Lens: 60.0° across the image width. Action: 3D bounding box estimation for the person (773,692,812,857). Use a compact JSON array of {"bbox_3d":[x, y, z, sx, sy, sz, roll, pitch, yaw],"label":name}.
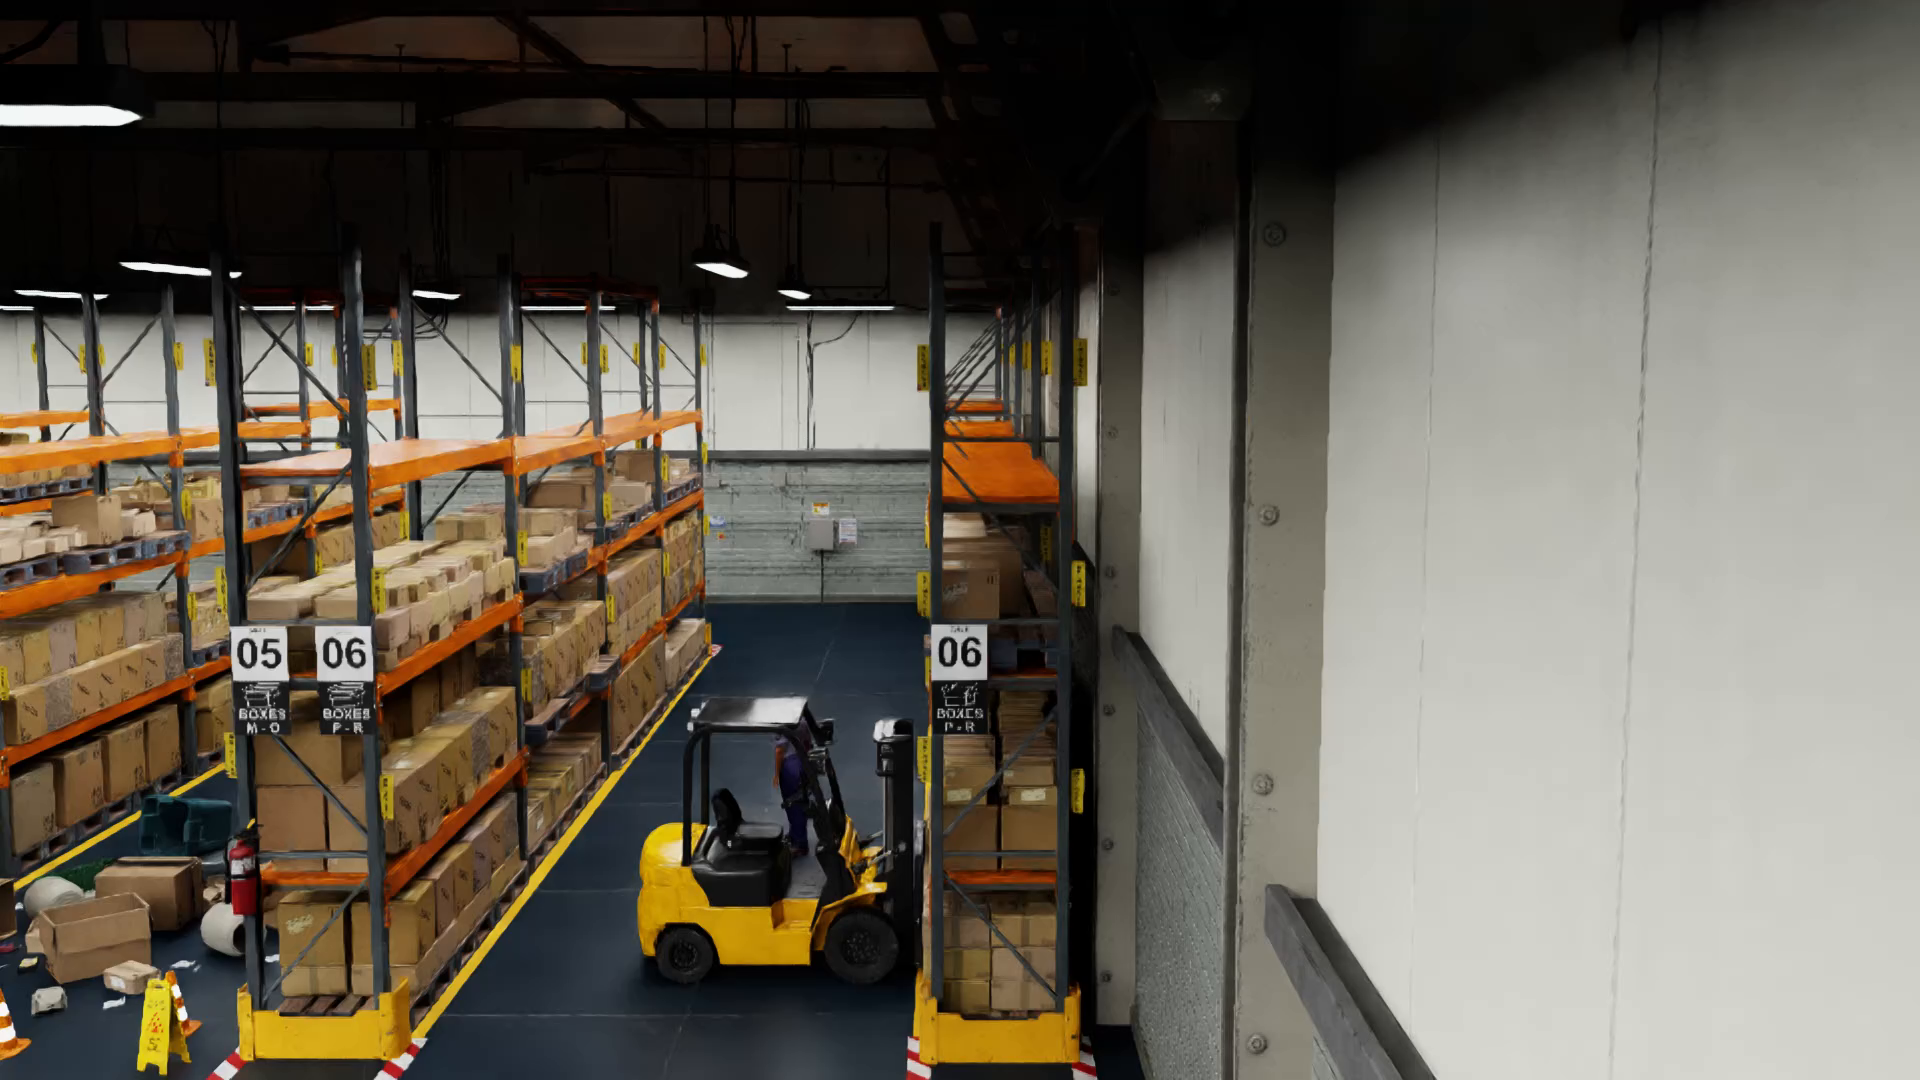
[{"bbox_3d":[-1.729,2.377,17.016,0.552,1.607,0.583,3,7,27],"label":"person"}]
